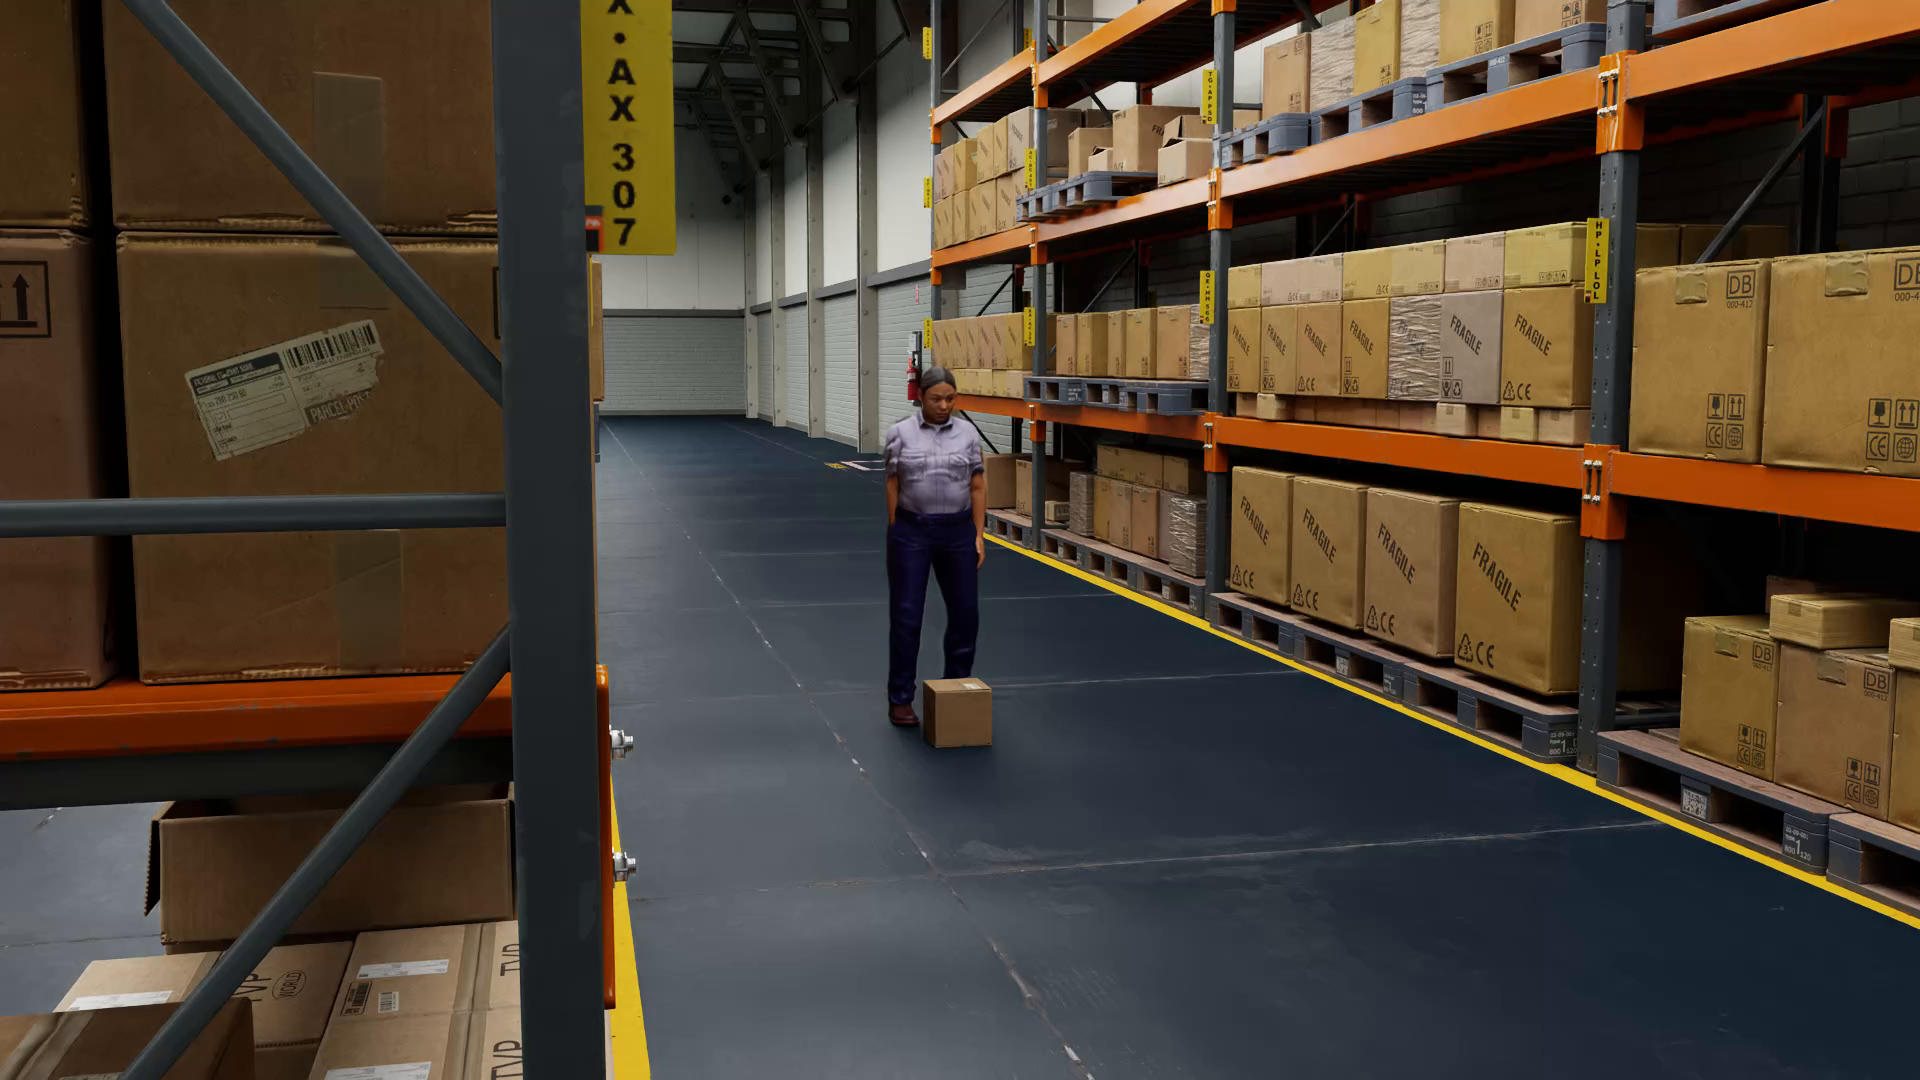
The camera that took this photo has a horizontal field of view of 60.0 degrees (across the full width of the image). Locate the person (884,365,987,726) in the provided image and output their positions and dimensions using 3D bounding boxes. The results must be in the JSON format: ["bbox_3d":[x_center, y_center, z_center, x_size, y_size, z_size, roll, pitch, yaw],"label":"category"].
[{"bbox_3d":[-0.108,0.019,7.655,0.476,1.637,0.339,-1,6,-13],"label":"person"}]
